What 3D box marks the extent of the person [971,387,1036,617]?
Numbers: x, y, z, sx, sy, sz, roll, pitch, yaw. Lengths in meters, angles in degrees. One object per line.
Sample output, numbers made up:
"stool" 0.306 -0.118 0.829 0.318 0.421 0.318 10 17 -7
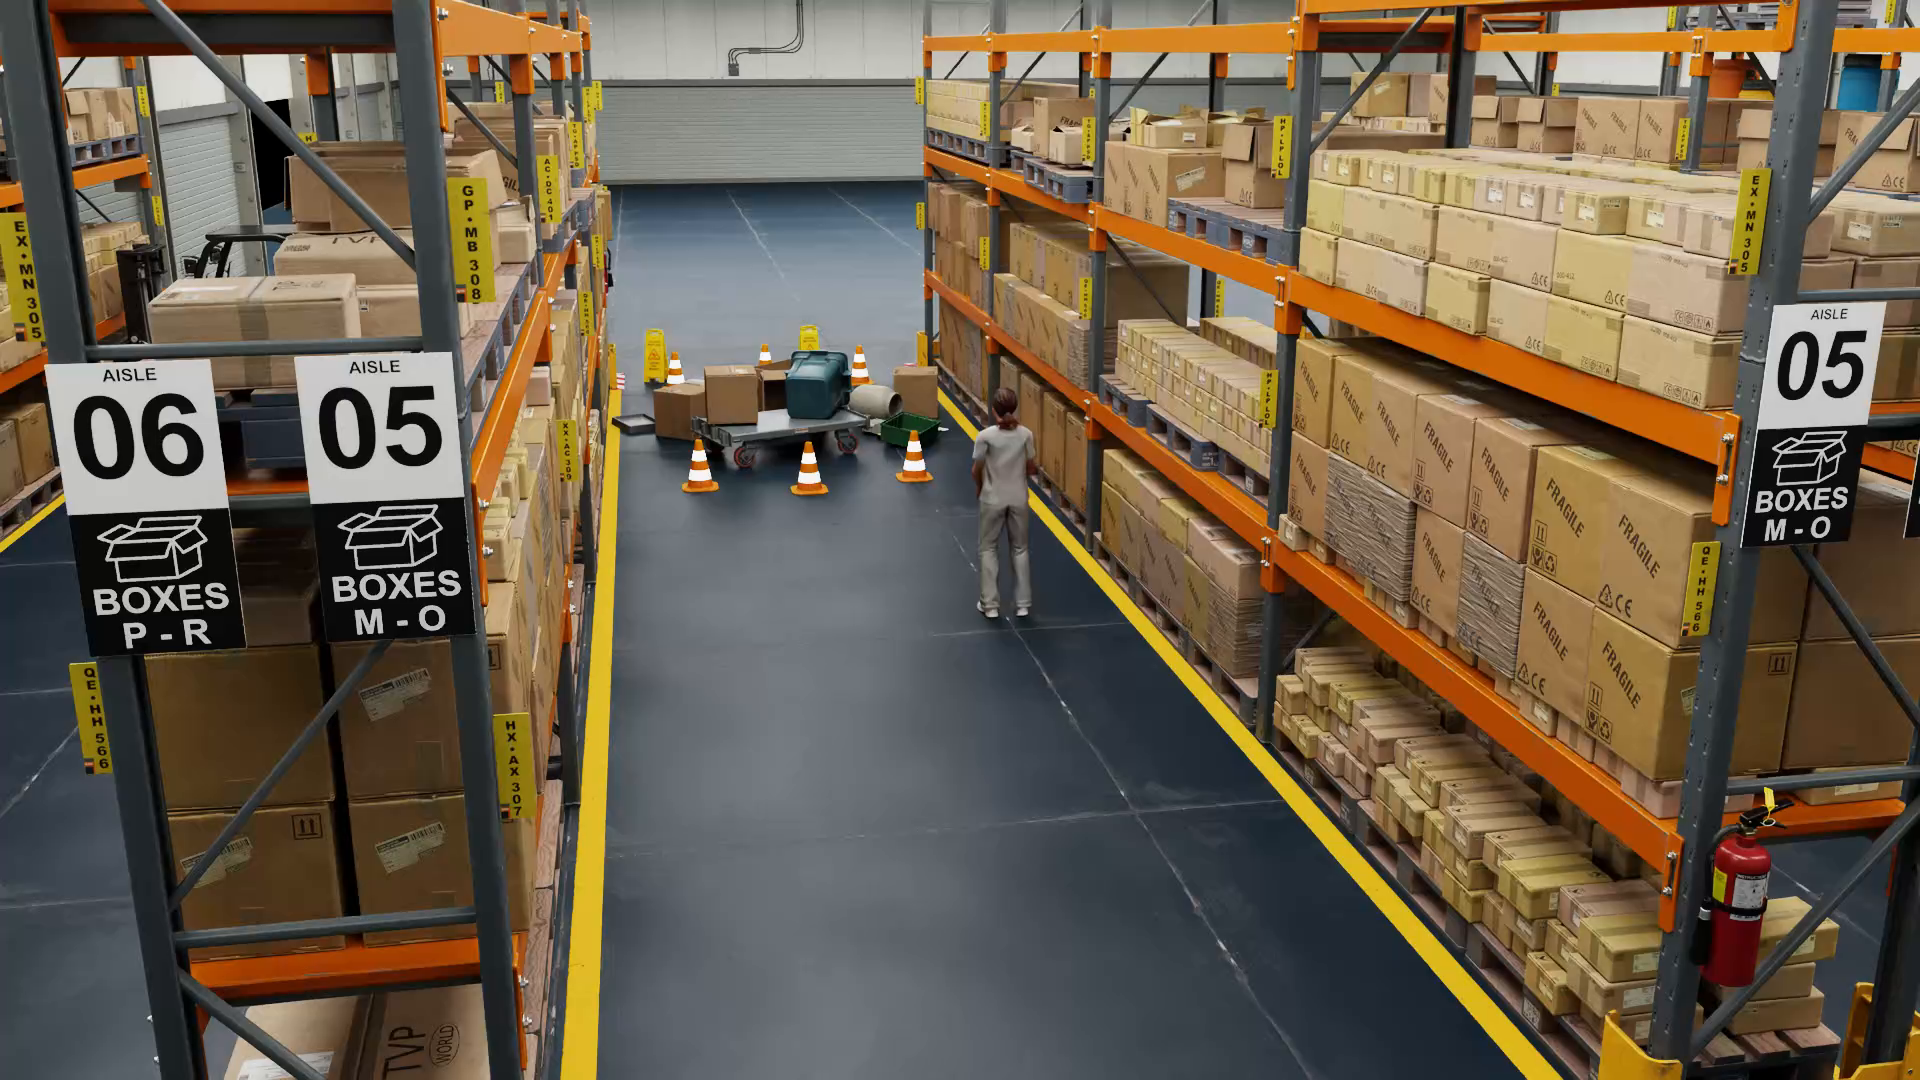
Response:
"person" 0.304 -0.281 11.987 0.464 1.675 0.475 -3 17 -11
